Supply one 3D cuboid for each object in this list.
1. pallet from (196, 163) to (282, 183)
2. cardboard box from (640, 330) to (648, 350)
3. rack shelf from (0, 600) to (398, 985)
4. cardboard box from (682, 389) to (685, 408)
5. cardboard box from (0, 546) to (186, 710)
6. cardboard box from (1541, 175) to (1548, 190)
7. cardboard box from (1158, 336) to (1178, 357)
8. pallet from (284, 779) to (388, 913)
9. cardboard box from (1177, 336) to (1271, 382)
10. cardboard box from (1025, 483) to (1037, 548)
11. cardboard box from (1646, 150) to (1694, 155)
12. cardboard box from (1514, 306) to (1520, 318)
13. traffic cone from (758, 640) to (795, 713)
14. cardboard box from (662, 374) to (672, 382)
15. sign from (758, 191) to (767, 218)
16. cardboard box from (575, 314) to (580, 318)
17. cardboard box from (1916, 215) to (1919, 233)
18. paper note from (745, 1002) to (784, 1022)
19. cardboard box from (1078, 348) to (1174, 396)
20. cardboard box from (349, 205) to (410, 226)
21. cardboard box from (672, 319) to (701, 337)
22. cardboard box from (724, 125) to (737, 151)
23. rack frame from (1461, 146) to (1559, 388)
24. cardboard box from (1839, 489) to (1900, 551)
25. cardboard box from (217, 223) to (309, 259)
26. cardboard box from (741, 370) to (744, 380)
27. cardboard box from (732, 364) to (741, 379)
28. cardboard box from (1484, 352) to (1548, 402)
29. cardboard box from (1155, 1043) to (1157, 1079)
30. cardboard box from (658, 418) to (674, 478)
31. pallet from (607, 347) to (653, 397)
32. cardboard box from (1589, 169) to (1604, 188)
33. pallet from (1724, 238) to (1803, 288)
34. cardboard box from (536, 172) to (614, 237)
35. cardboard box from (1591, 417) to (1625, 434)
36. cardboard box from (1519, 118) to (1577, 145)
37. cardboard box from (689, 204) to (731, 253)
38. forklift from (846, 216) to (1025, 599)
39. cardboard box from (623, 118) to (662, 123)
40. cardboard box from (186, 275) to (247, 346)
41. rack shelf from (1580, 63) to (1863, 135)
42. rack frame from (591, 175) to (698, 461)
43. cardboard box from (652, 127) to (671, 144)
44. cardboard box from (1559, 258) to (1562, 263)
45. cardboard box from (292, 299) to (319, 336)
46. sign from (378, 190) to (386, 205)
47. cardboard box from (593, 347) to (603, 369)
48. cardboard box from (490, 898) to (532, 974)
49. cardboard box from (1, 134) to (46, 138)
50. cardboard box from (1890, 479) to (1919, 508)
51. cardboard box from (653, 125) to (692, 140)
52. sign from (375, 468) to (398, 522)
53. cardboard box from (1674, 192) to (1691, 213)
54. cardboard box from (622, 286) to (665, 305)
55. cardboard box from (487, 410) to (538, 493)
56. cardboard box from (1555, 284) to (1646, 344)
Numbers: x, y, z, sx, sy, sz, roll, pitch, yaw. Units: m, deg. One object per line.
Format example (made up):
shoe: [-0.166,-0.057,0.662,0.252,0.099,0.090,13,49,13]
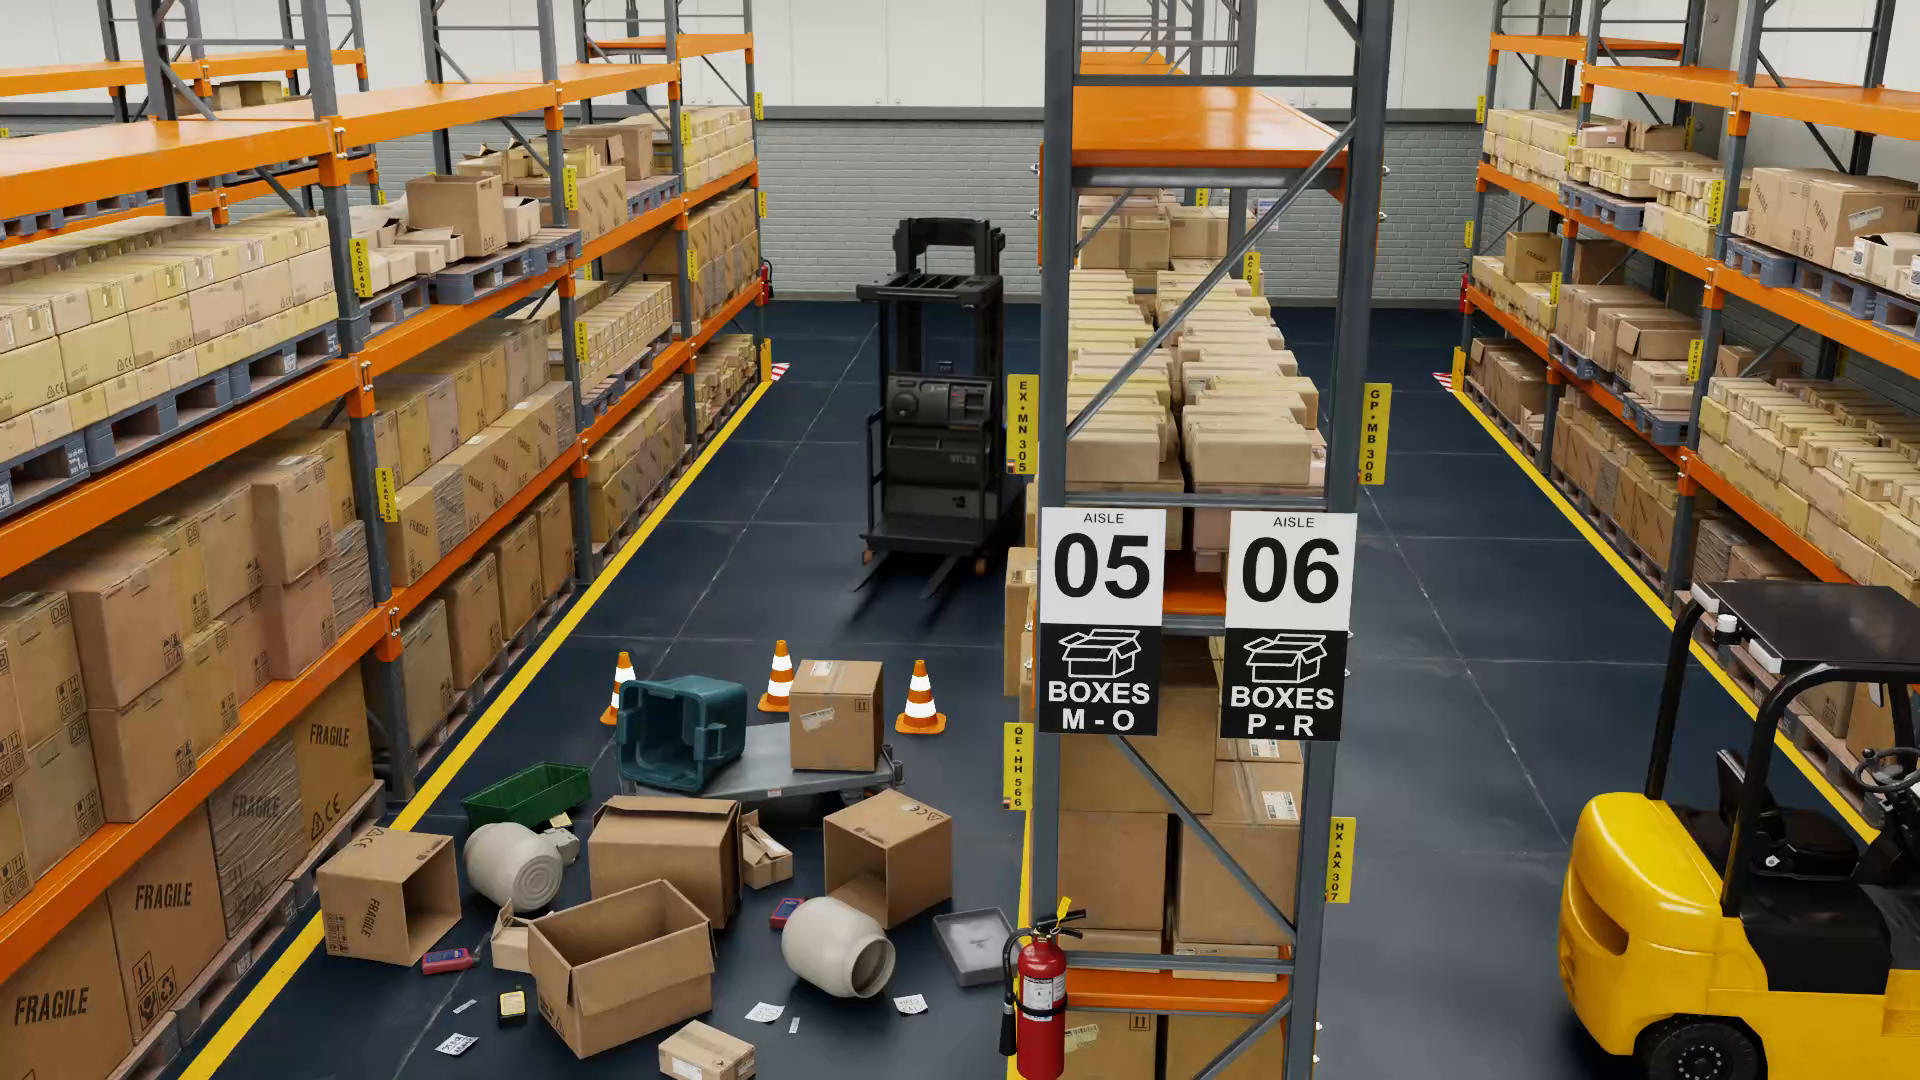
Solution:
pallet: [-8.203,-4.089,18.237,1.003,0.211,1.213,1,18,4]
cardboard box: [-3.233,-1.940,16.082,0.380,0.149,0.250,1,18,2]
rack shelf: [-4.049,1.138,8.116,1.077,0.370,4.000,1,18,4]
cardboard box: [-3.100,-1.540,18.080,0.380,0.149,0.250,2,18,6]
cardboard box: [-4.004,0.375,7.315,0.875,0.550,0.550,1,18,4]
cardboard box: [6.366,-3.781,17.557,0.380,0.149,0.250,1,18,4]
cardboard box: [1.190,-0.783,7.770,0.500,0.250,0.500,1,18,3]
pallet: [-4.038,1.734,9.618,1.003,0.211,1.213,1,18,4]
cardboard box: [1.122,-0.767,7.078,0.380,0.149,0.250,2,18,5]
cardboard box: [0.670,0.035,8.081,0.700,0.500,0.500,1,18,3]
cardboard box: [6.654,-3.562,15.576,0.380,0.149,0.250,1,18,3]
cardboard box: [6.463,-2.585,18.726,0.380,0.149,0.250,1,18,4]
traffic cone: [-1.245,0.931,11.667,0.336,0.463,0.334,1,18,4]
cardboard box: [-3.480,-1.790,18.845,0.380,0.149,0.250,2,18,6]
sign: [-2.493,-4.234,20.987,0.100,0.325,0.005,1,18,4]
cardboard box: [-3.889,-2.094,16.075,0.380,0.149,0.250,2,18,6]
cardboard box: [6.481,-2.249,11.886,0.500,0.250,0.500,1,18,4]
paper note: [-0.955,2.314,8.157,0.148,0.019,0.142,8,20,23]
cardboard box: [0.678,-0.693,6.855,0.380,0.149,0.250,1,18,2]
cardboard box: [-3.963,-2.163,11.524,0.500,0.311,0.500,1,18,3]
cardboard box: [-2.985,-2.271,17.767,0.380,0.149,0.250,2,18,6]
cardboard box: [-2.899,-4.677,19.328,0.500,0.250,0.500,2,18,5]
rack frame: [6.851,-3.363,20.697,1.000,3.000,0.127,1,18,4]
cardboard box: [5.800,-0.121,10.240,0.500,0.250,0.500,1,18,2]
cardboard box: [-3.632,-1.558,8.658,0.380,0.149,0.250,1,18,4]
cardboard box: [-2.897,-2.067,20.644,0.380,0.149,0.250,1,18,4]
cardboard box: [-2.858,-2.045,20.102,0.380,0.149,0.250,2,18,5]
cardboard box: [6.612,-1.923,19.640,0.700,0.500,0.500,2,18,6]
cardboard box: [1.130,2.201,7.458,0.500,0.250,0.500,2,18,6]
cardboard box: [-3.171,-0.927,16.601,0.500,0.500,0.500,1,18,3]
pallet: [-3.517,-1.592,15.600,1.003,0.211,1.213,1,18,4]
cardboard box: [6.069,-3.353,15.417,0.380,0.149,0.250,2,18,5]
pallet: [6.318,-2.002,12.028,1.213,0.211,1.003,2,18,6]
cardboard box: [-3.283,-2.867,14.206,0.500,0.500,0.500,1,18,4]
cardboard box: [6.317,-1.082,16.034,0.380,0.149,0.250,1,18,3]
cardboard box: [6.464,-4.492,18.284,0.500,0.250,0.500,2,18,5]
cardboard box: [-2.929,-3.585,19.130,0.500,0.500,0.500,1,18,2]
forklift: [-0.229,-1.206,14.223,1.130,2.935,3.031,4,19,13]
cardboard box: [-3.515,-4.597,18.441,0.380,0.149,0.250,1,18,4]
cardboard box: [-3.759,-1.097,7.891,0.500,0.250,0.500,1,18,3]
rack shelf: [6.421,-3.819,14.250,1.077,0.370,4.000,1,18,4]
rack frame: [-3.332,-2.310,17.482,1.000,3.000,0.127,1,18,4]
cardboard box: [-3.069,-4.176,17.158,0.380,0.149,0.250,1,18,3]
cardboard box: [7.082,-3.285,20.220,0.500,0.250,0.500,2,18,6]
cardboard box: [-3.630,-1.180,8.785,0.380,0.149,0.250,2,18,5]
sign: [-7.445,-4.341,21.440,0.100,0.325,0.005,1,18,4]
cardboard box: [-3.350,-1.602,14.573,0.380,0.149,0.250,1,18,2]
cardboard box: [-2.191,2.049,8.570,0.396,0.266,0.258,4,19,13]
cardboard box: [-8.433,-3.519,15.514,0.797,0.503,0.637,1,18,3]
cardboard box: [5.864,-0.259,10.020,0.380,0.149,0.250,1,18,4]
cardboard box: [-3.017,-4.260,17.413,0.380,0.149,0.250,1,18,2]
sign: [-3.352,-0.262,9.716,0.100,0.325,0.005,1,18,4]
cardboard box: [6.119,-2.777,13.691,0.380,0.149,0.250,1,18,4]
cardboard box: [-3.184,-2.460,16.715,0.380,0.149,0.250,1,18,2]
cardboard box: [-3.456,-0.659,12.283,0.500,0.500,0.500,1,18,3]
cardboard box: [6.306,-2.223,16.382,0.700,0.500,0.500,2,18,5]
